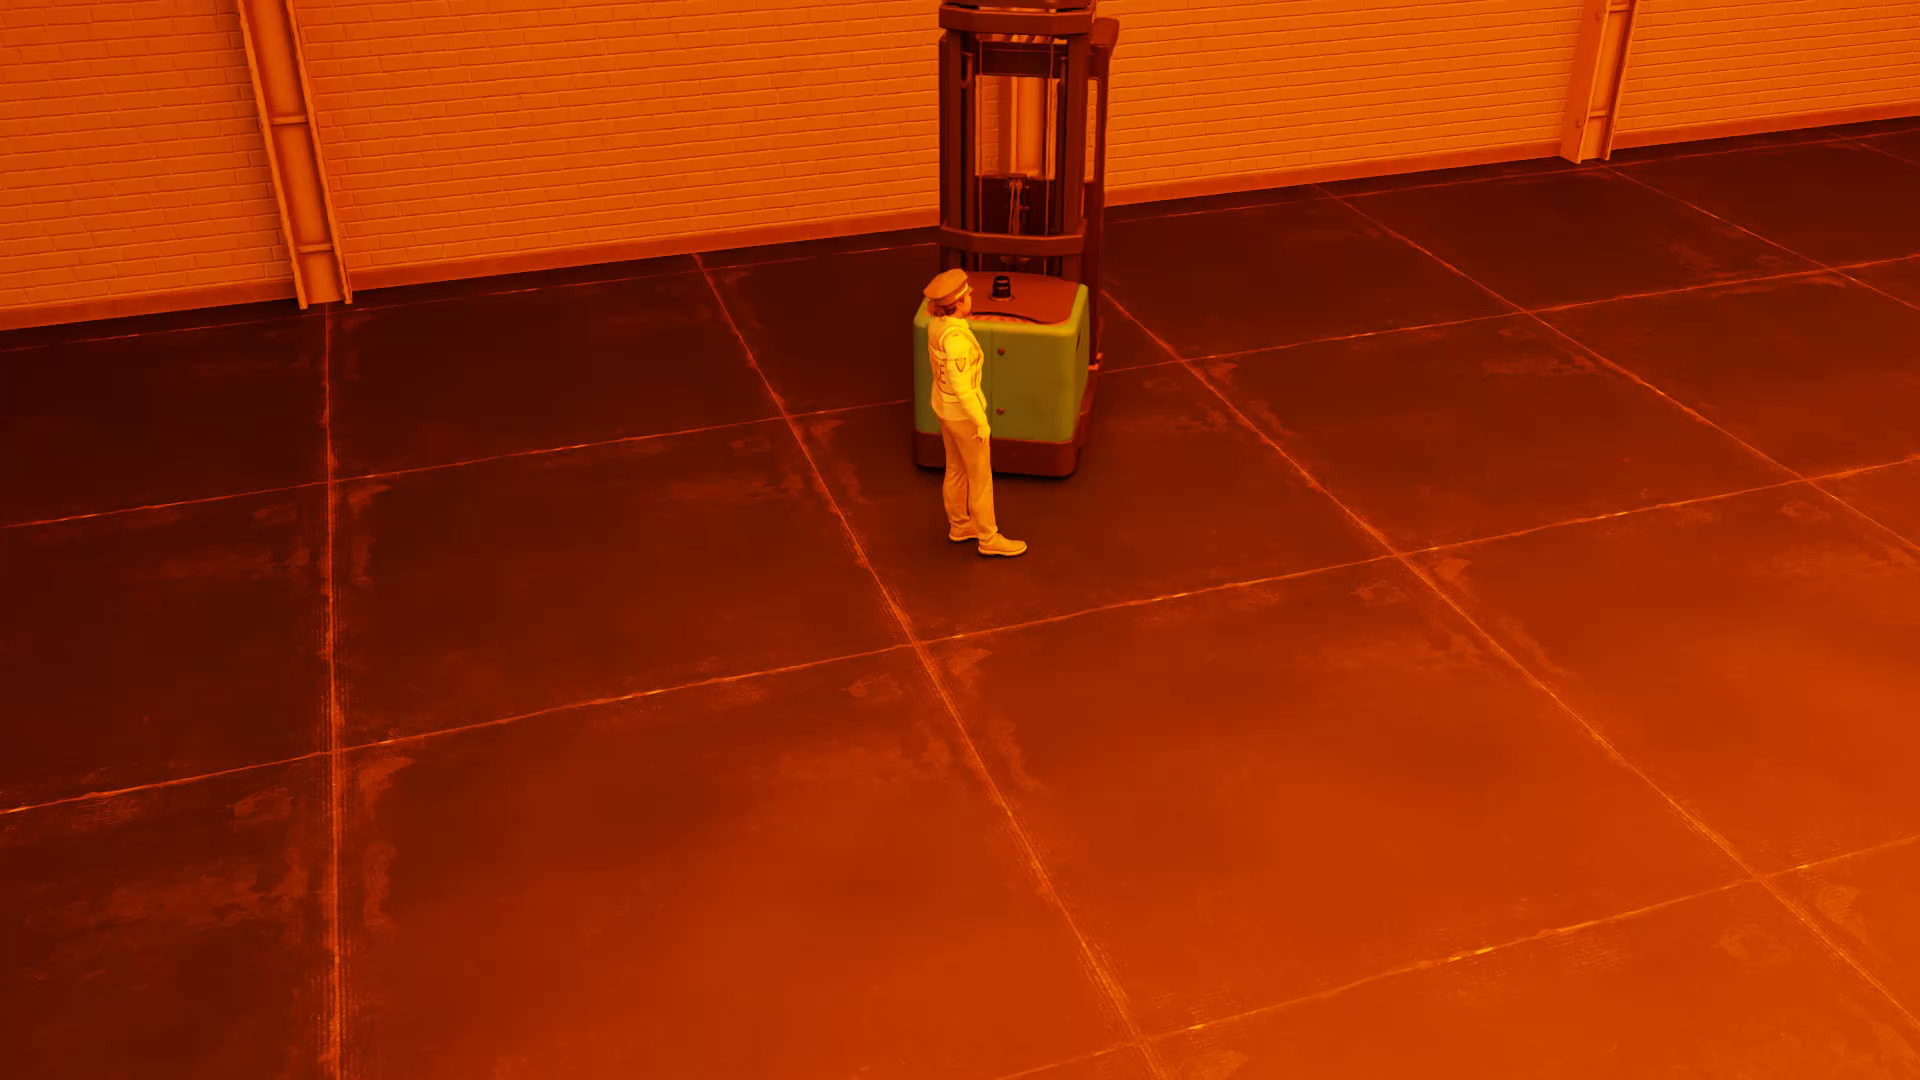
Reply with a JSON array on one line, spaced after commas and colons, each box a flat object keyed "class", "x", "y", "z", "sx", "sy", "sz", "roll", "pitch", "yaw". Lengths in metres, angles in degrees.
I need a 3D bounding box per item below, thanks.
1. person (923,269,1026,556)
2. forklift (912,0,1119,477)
[{"class": "person", "x": 0.072, "y": -0.748, "z": 9.617, "sx": 0.519, "sy": 1.692, "sz": 0.591, "roll": -10, "pitch": 31, "yaw": -16}, {"class": "forklift", "x": 0.448, "y": -2.390, "z": 11.240, "sx": 1.130, "sy": 2.935, "sz": 3.031, "roll": 5, "pitch": 30, "yaw": 8}]
